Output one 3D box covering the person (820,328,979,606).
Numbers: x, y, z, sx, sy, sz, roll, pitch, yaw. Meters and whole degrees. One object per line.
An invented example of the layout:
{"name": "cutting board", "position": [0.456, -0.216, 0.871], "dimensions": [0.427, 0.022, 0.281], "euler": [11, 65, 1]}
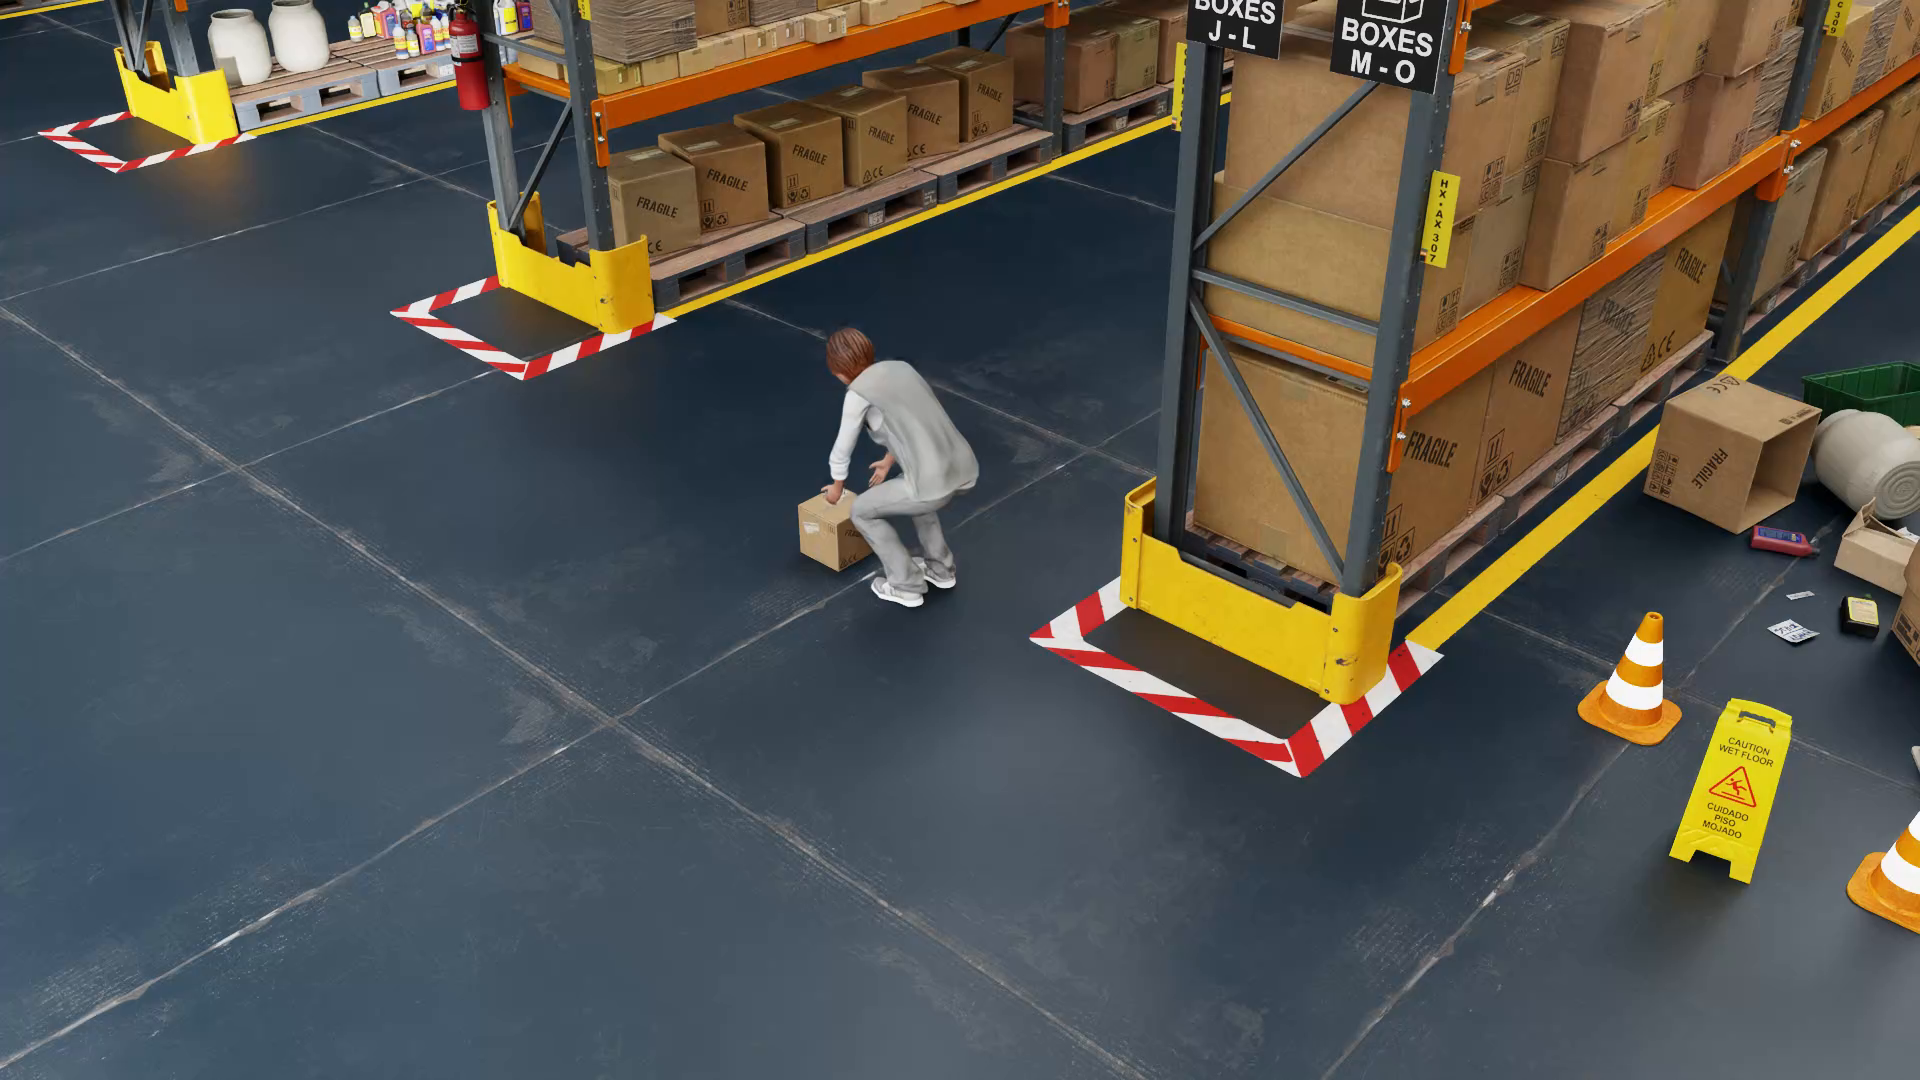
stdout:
{"name": "person", "position": [-0.267, -0.284, 7.026], "dimensions": [0.725, 1.158, 0.464], "euler": [26, 40, 35]}
